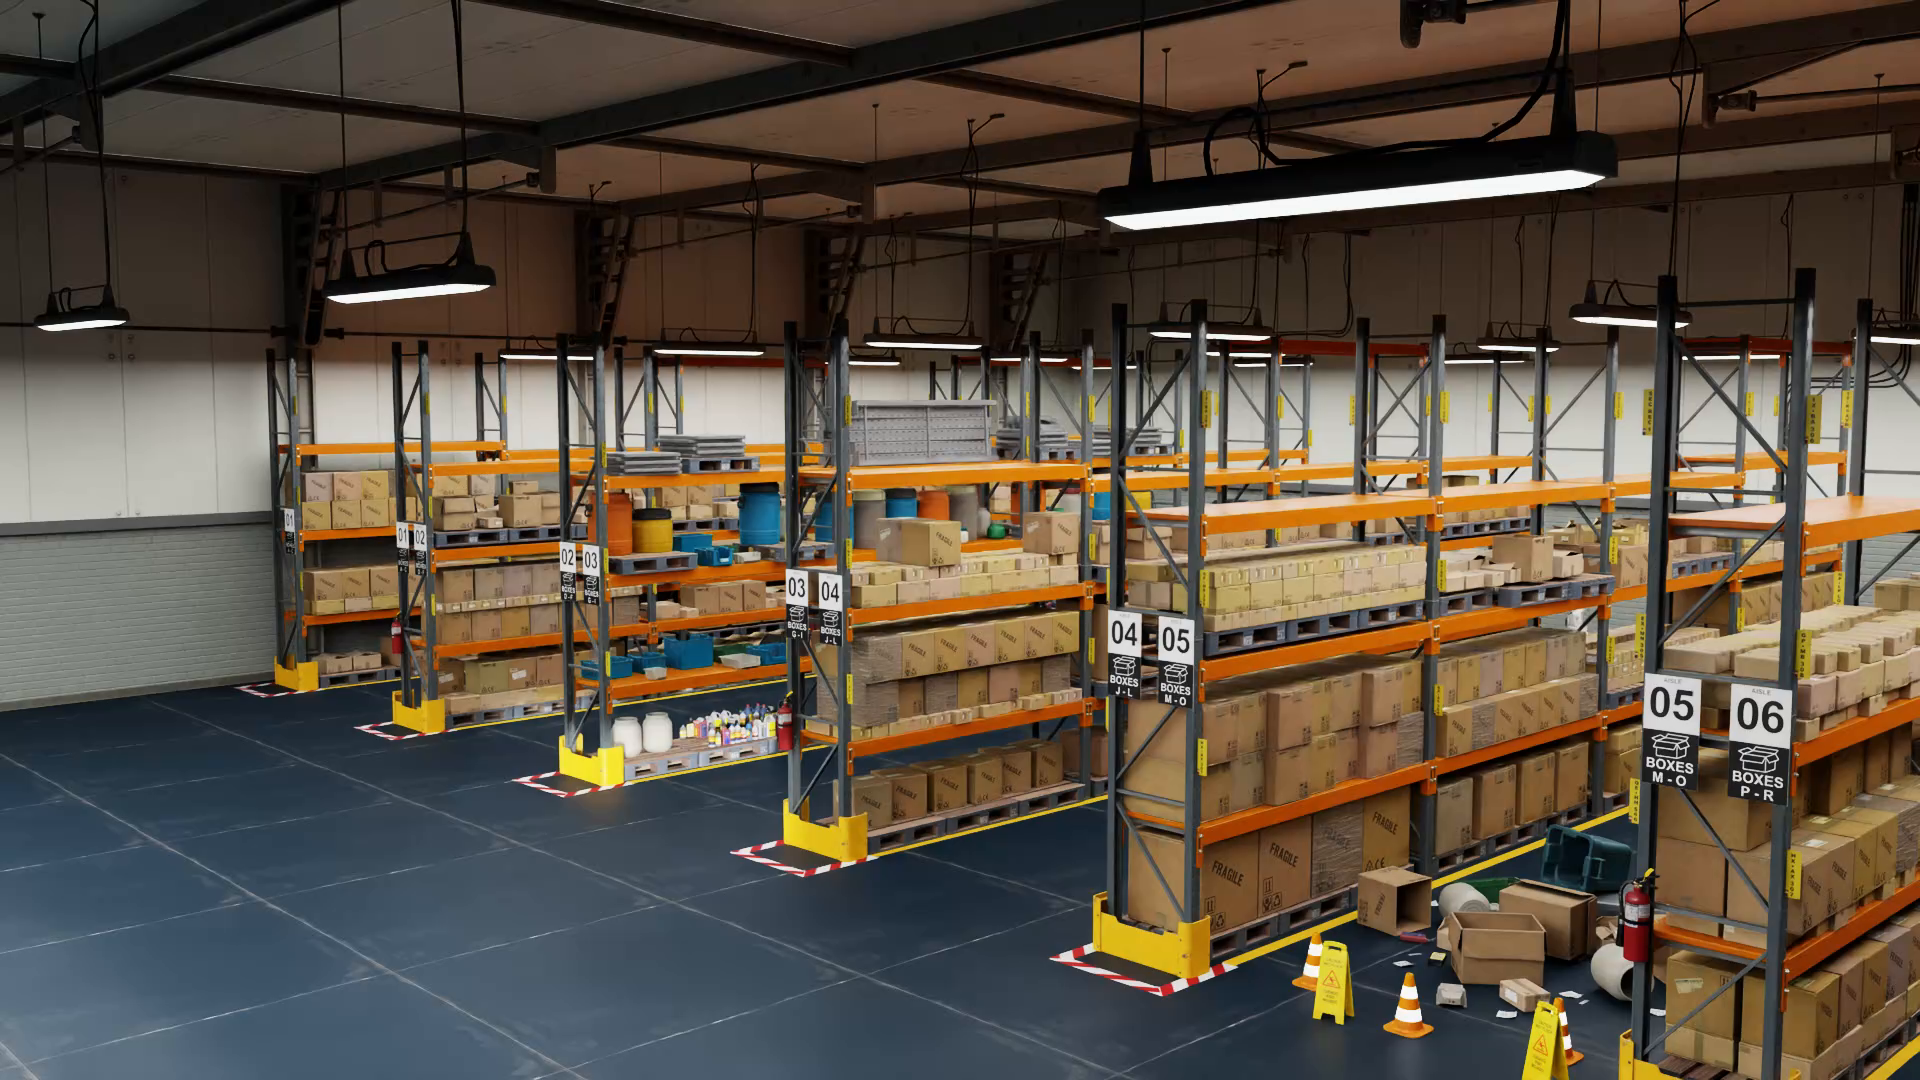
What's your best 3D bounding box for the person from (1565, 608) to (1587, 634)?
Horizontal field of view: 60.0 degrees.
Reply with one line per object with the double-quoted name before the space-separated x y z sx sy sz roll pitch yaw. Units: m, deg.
"person" 11.198 1.729 30.084 0.451 1.642 0.970 -5 7 -44
